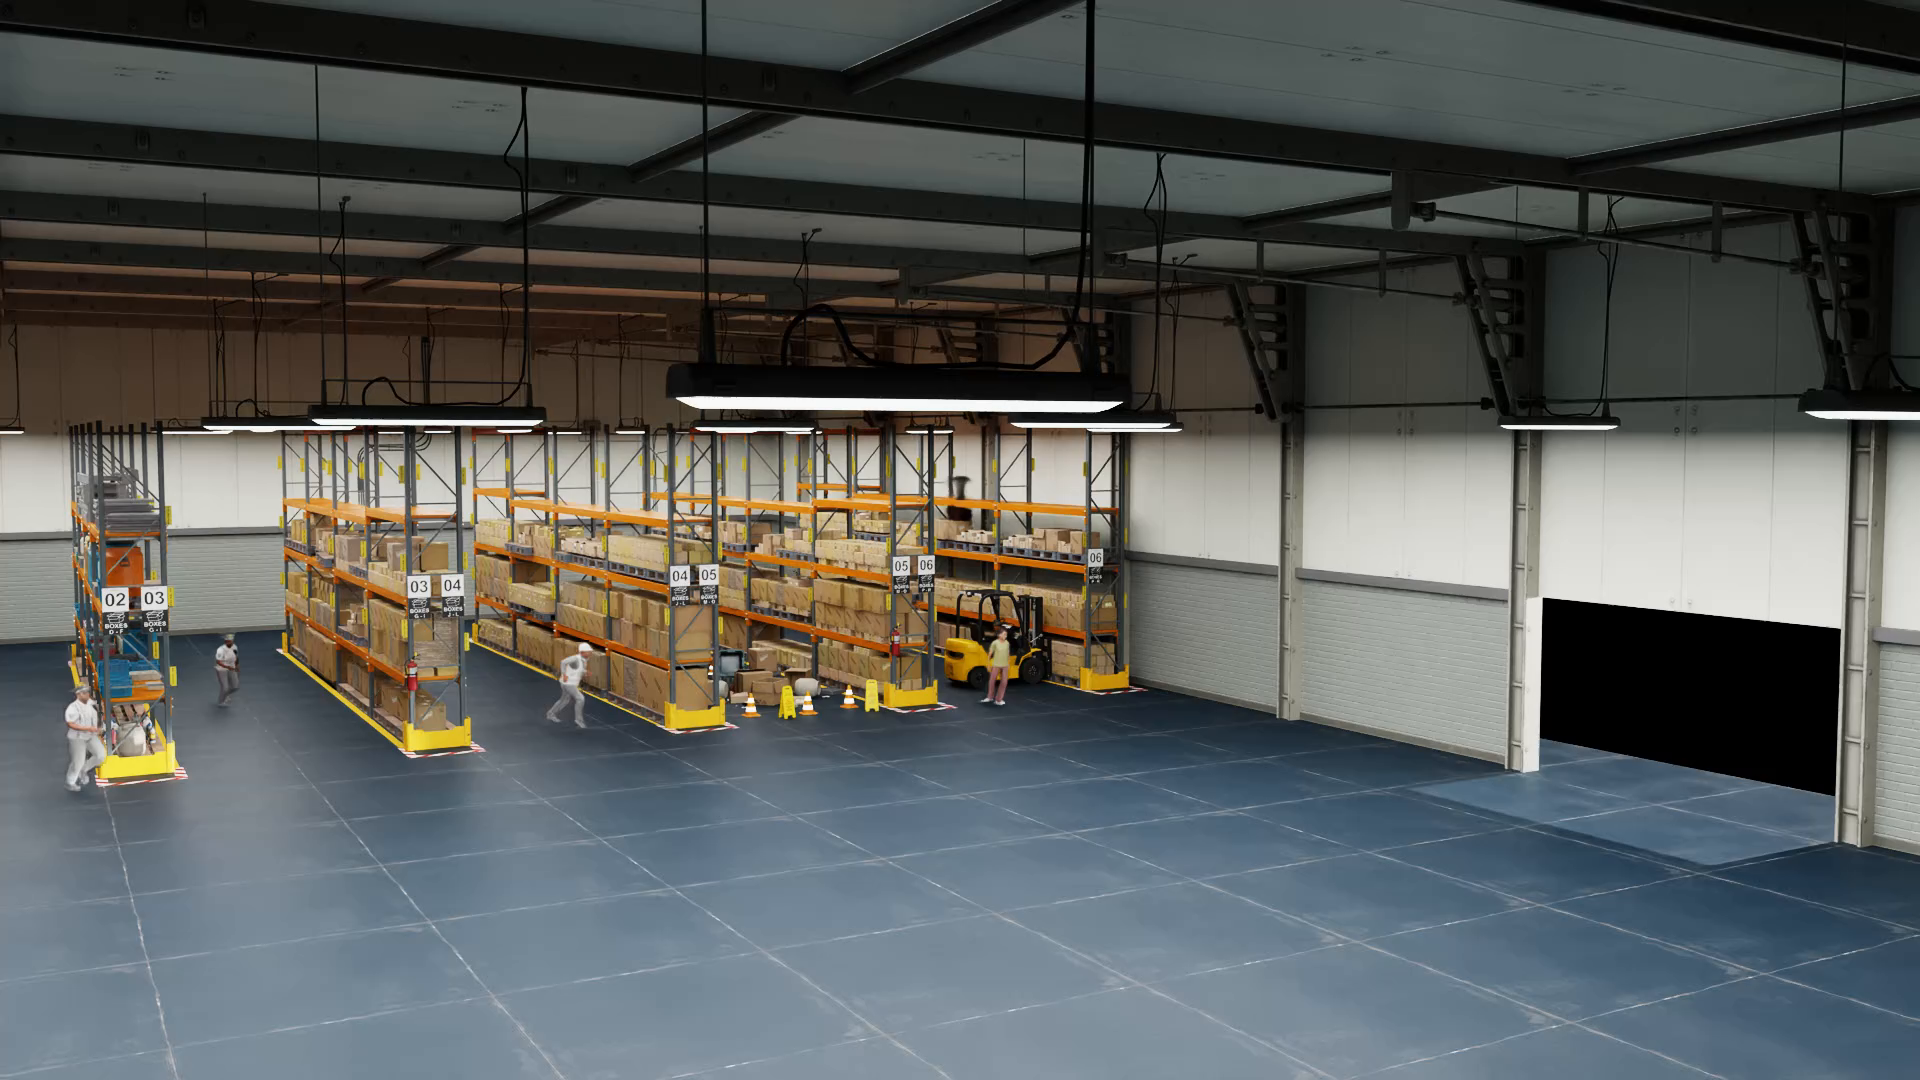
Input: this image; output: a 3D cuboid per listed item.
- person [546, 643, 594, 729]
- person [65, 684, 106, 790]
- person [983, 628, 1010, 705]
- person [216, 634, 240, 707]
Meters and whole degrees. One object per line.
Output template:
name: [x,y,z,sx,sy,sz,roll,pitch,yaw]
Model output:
person: [-7.710,2.884,32.779,1.023,1.734,0.704,1,4,13]
person: [-14.172,3.183,26.953,0.756,1.734,0.676,2,4,23]
person: [0.788,2.696,35.582,0.577,1.656,0.439,-1,4,-17]
person: [-15.560,2.756,35.297,0.738,1.573,0.557,2,4,34]
